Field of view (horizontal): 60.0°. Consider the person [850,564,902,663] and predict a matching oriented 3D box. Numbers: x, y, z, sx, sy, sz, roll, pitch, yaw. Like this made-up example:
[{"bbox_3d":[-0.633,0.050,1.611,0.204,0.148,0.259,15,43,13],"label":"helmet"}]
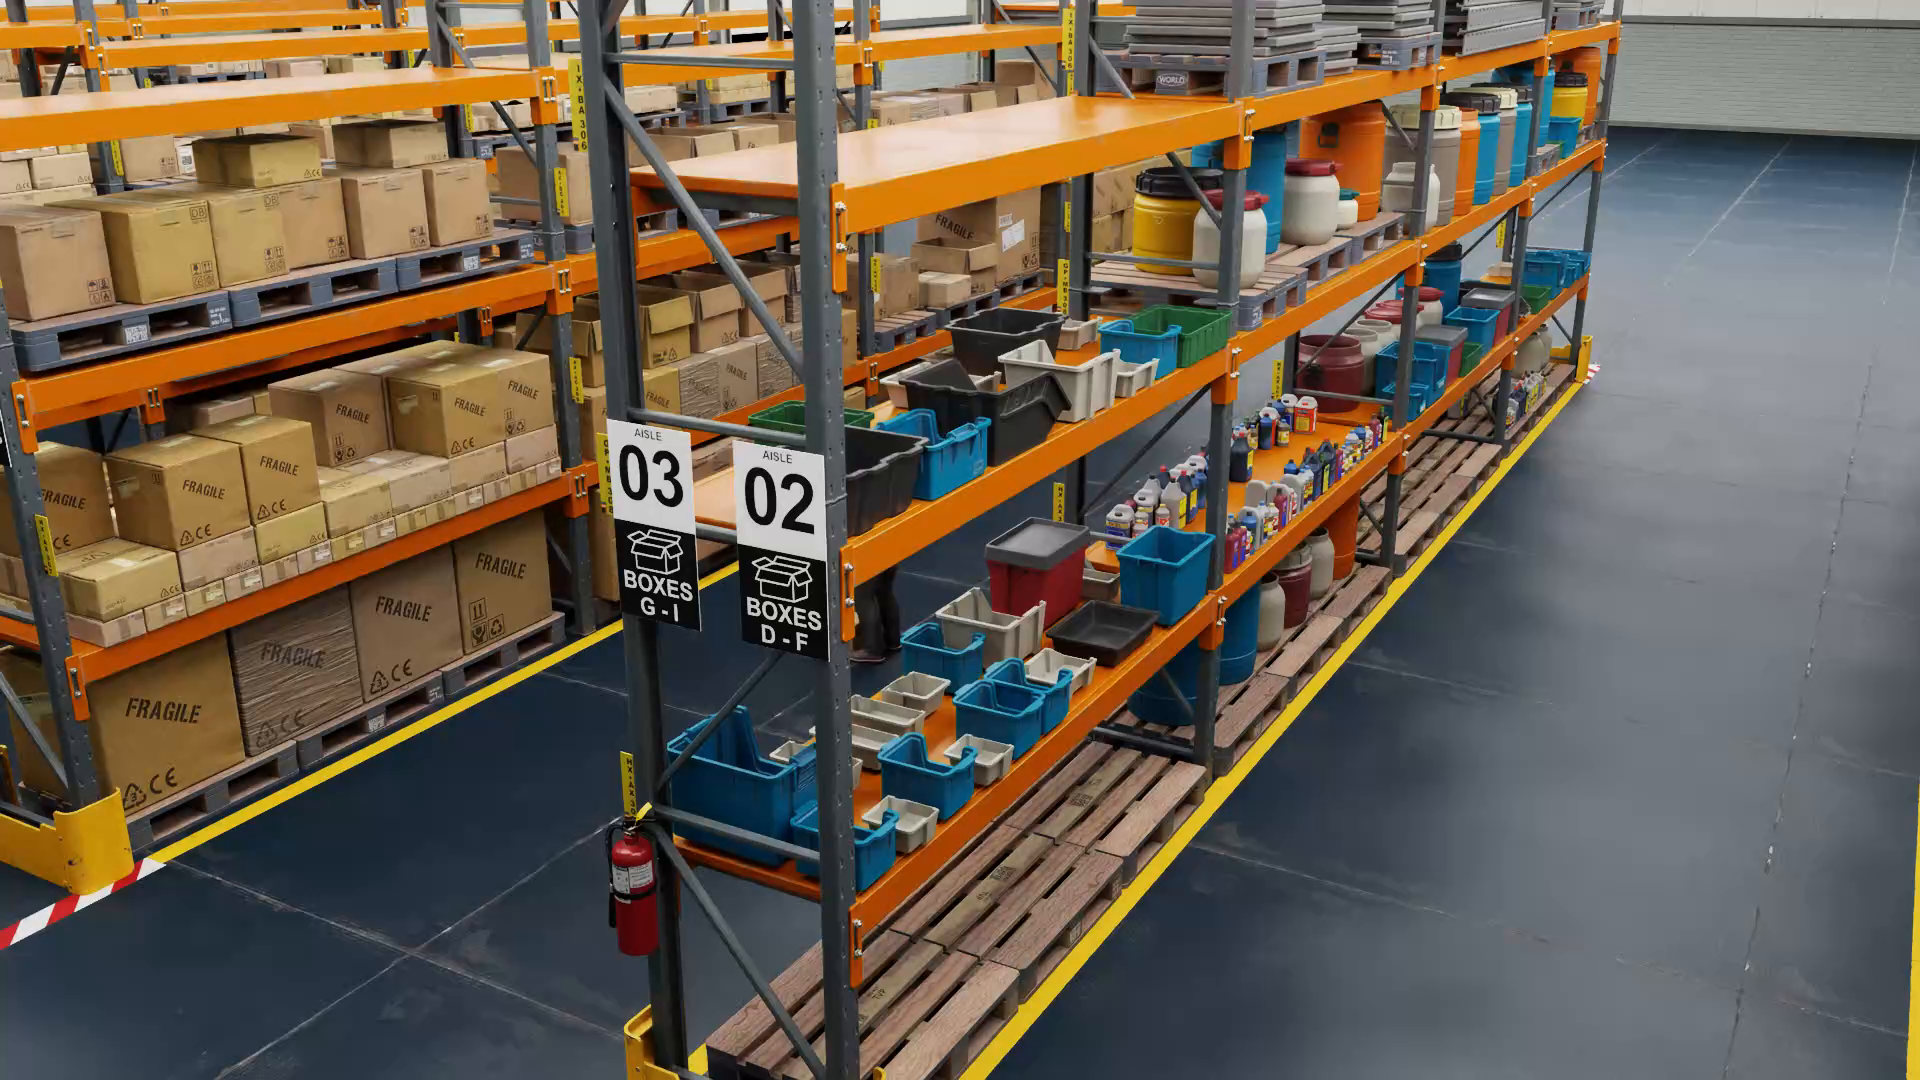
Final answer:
[{"bbox_3d":[-0.619,0.062,11.902,0.352,1.654,0.512,10,22,27],"label":"person"}]
